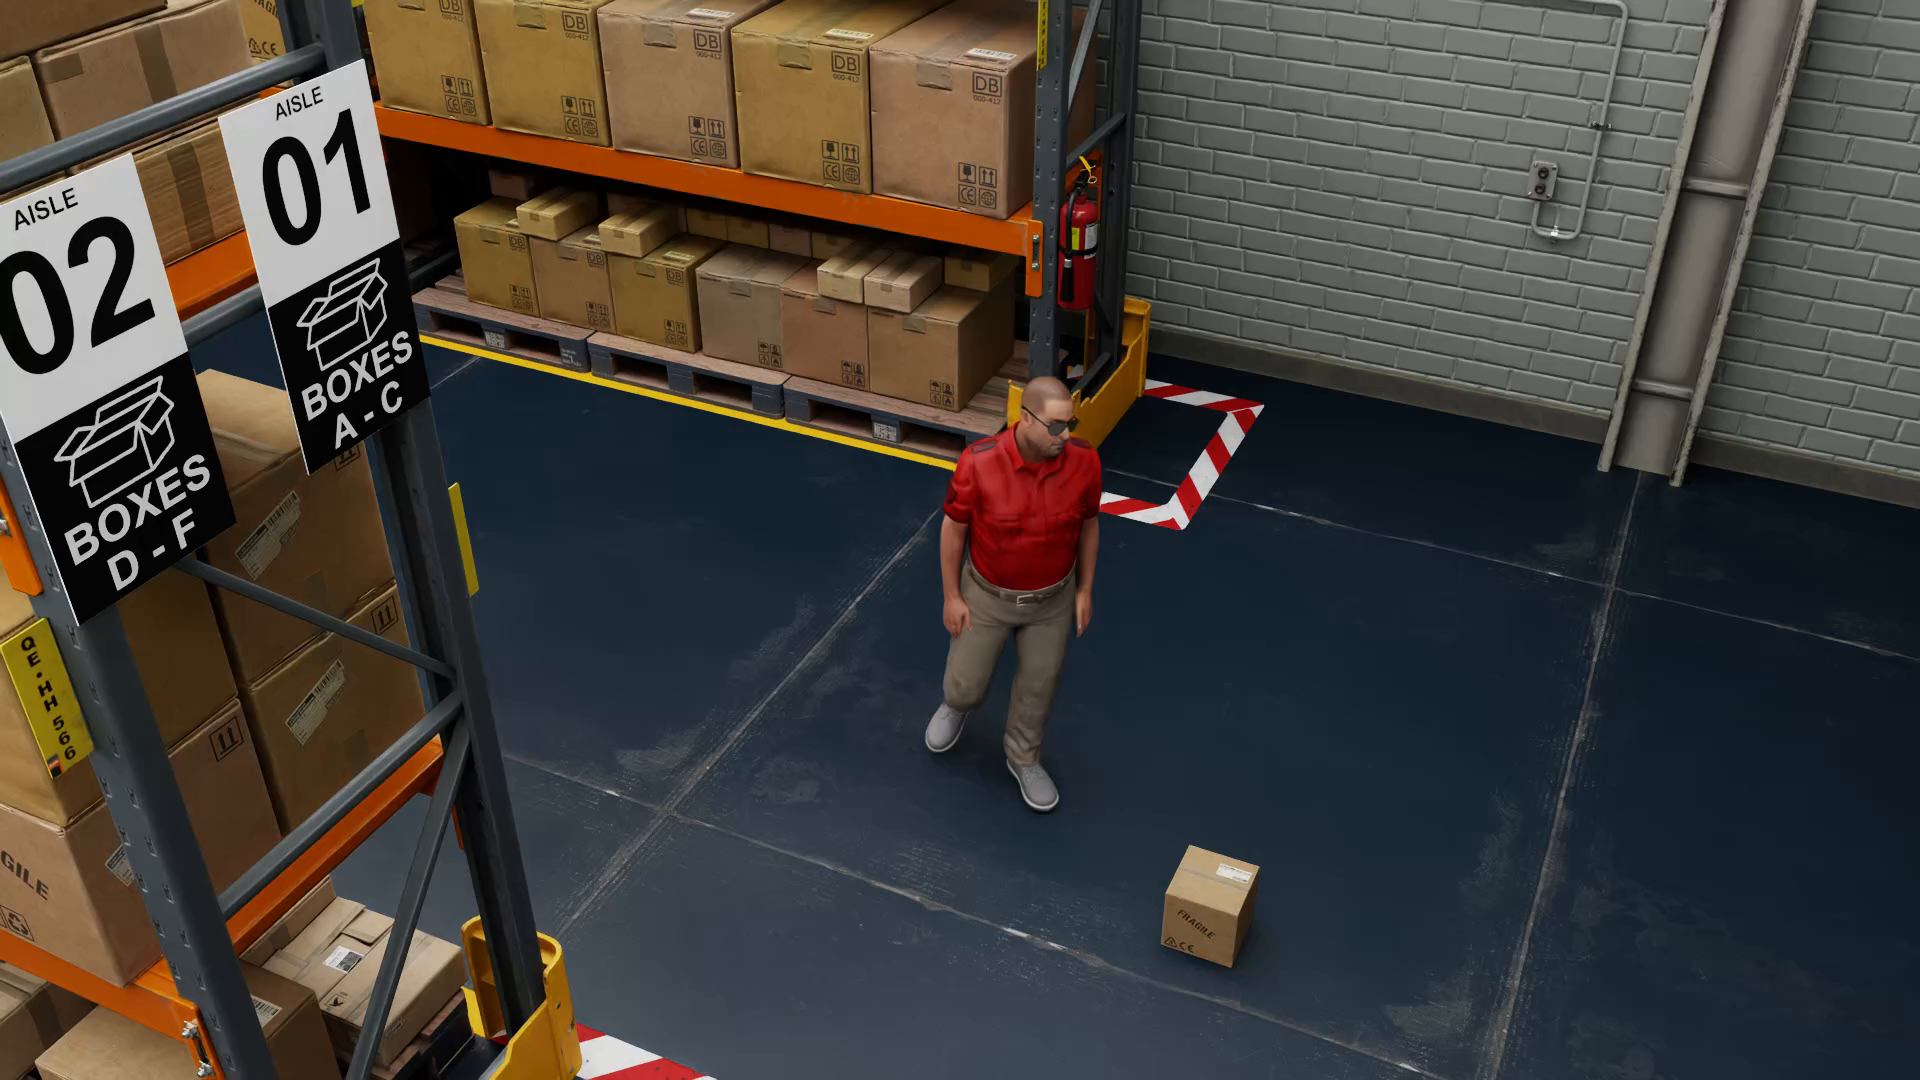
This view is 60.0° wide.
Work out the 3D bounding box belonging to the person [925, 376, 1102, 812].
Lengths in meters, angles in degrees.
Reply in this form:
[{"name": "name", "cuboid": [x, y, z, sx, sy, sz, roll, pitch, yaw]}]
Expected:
[{"name": "person", "cuboid": [0.181, 0.150, 5.913, 0.595, 1.724, 0.588, -7, 34, -10]}]
